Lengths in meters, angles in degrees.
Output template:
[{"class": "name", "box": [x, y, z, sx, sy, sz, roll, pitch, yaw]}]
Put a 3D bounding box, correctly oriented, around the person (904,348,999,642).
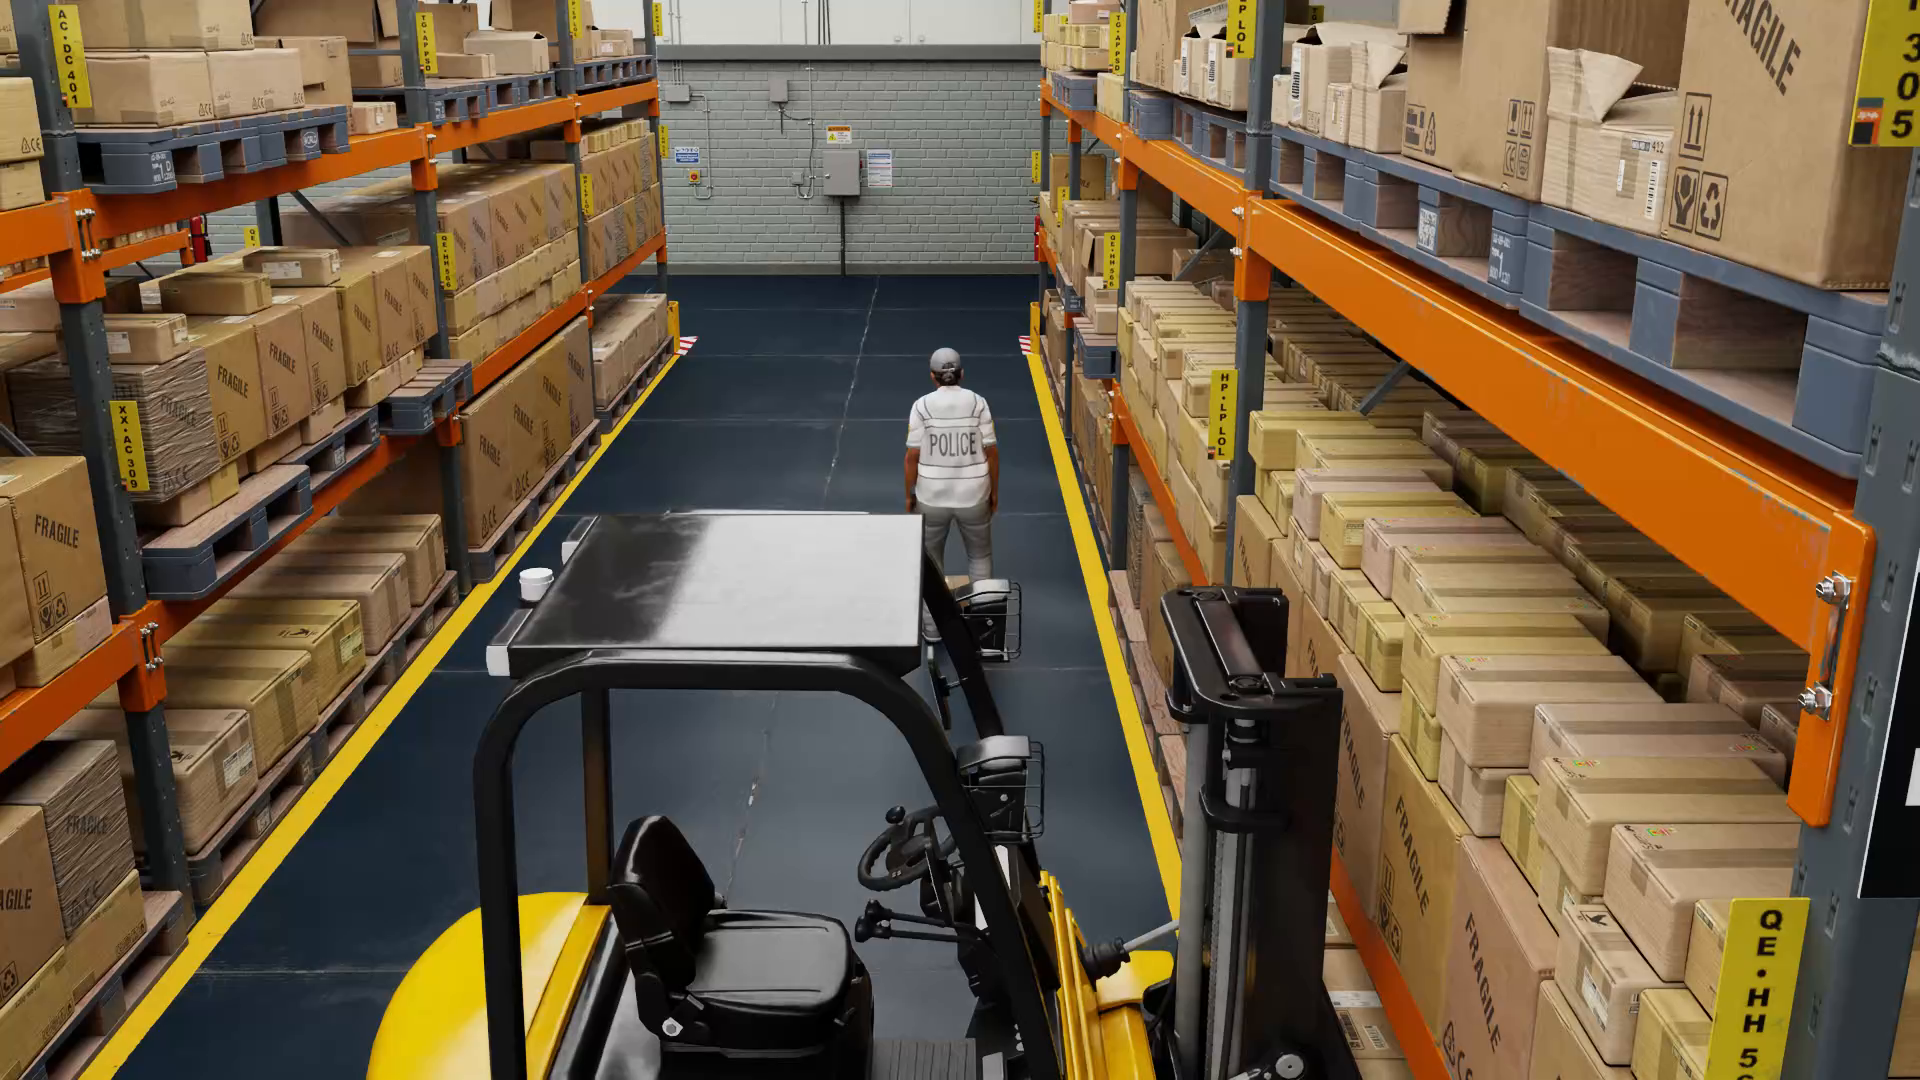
[{"class": "person", "box": [-0.033, -0.244, 9.323, 0.560, 1.665, 0.469, -1, 17, -4]}]
